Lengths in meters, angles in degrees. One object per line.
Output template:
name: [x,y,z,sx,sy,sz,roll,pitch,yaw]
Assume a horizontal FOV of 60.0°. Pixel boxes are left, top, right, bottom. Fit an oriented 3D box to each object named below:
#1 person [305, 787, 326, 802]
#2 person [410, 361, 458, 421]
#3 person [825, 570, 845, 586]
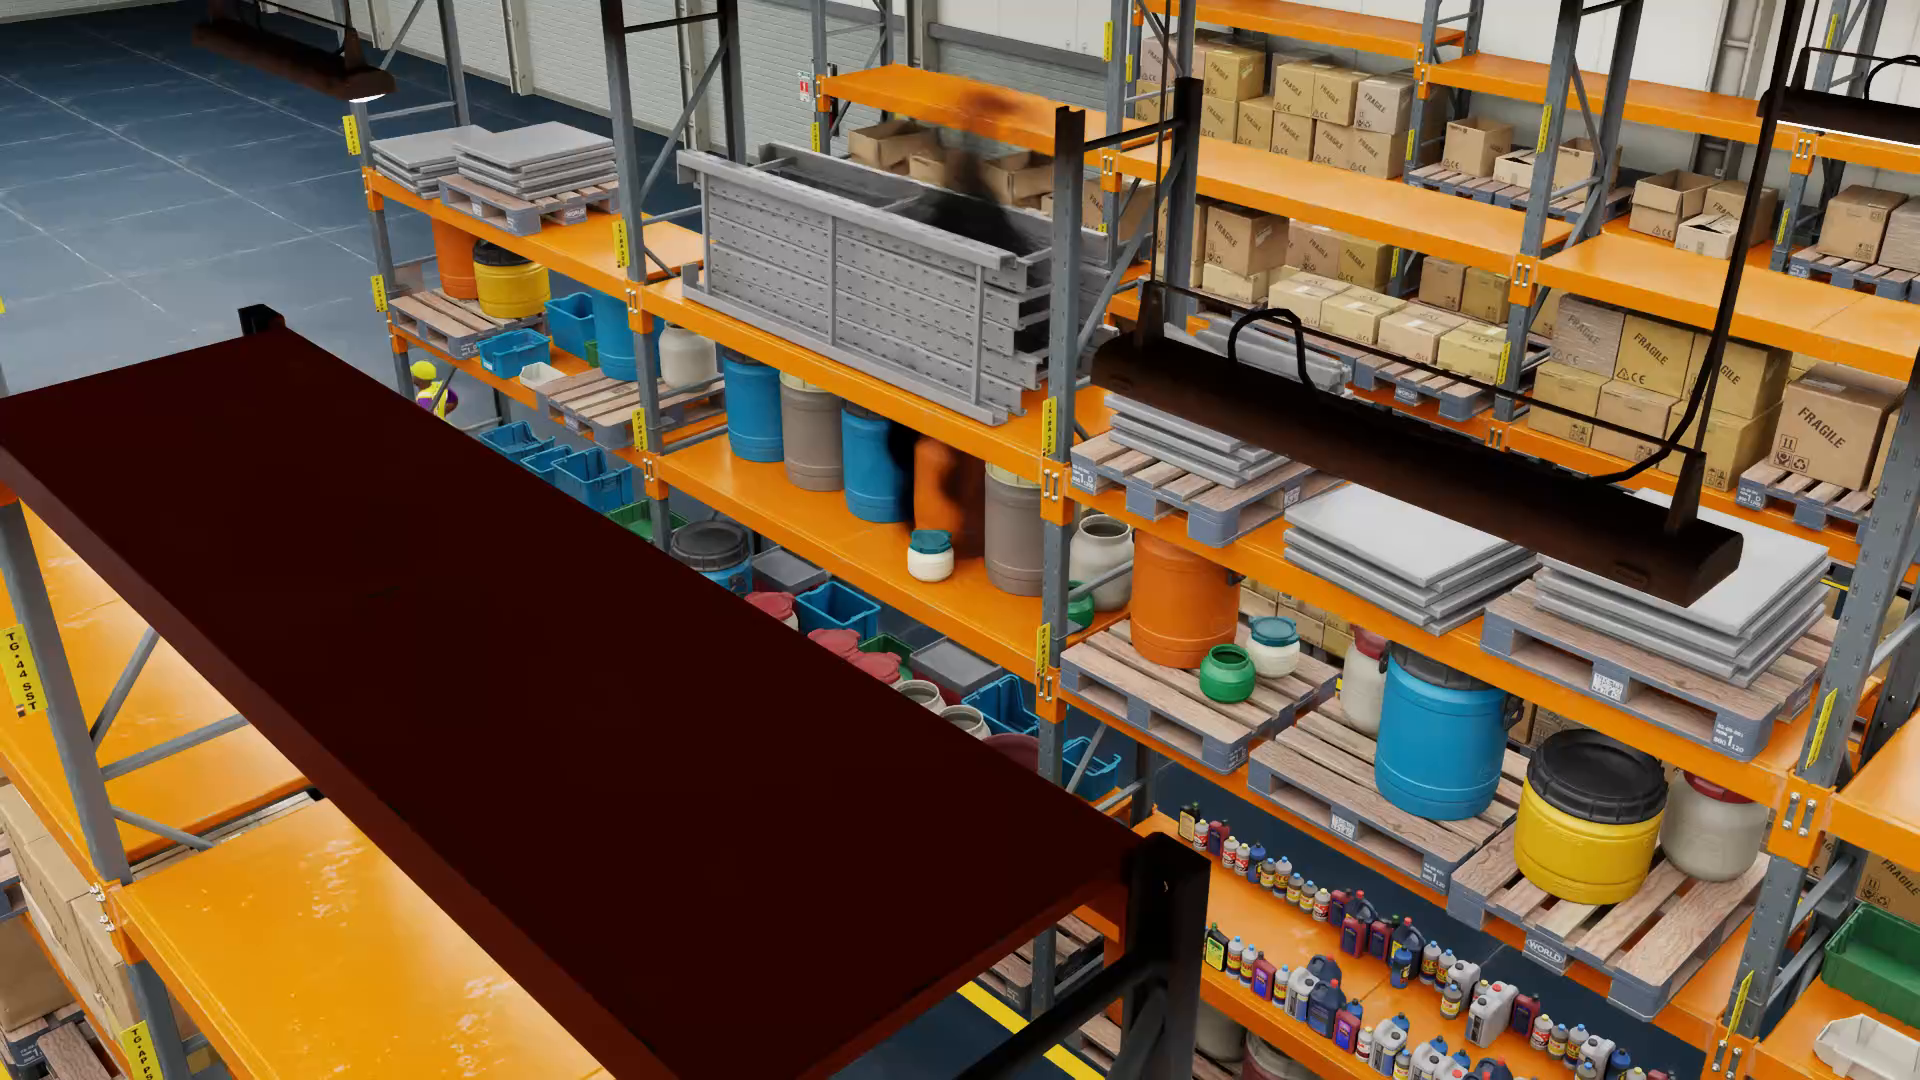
person: [-4.239,2.051,11.379,0.698,1.673,0.992,-19,34,-31]
person: [-5.328,-0.990,16.900,0.845,1.774,0.746,-2,28,-3]
person: [-1.223,0.182,14.845,0.673,1.588,0.963,-9,29,-16]
